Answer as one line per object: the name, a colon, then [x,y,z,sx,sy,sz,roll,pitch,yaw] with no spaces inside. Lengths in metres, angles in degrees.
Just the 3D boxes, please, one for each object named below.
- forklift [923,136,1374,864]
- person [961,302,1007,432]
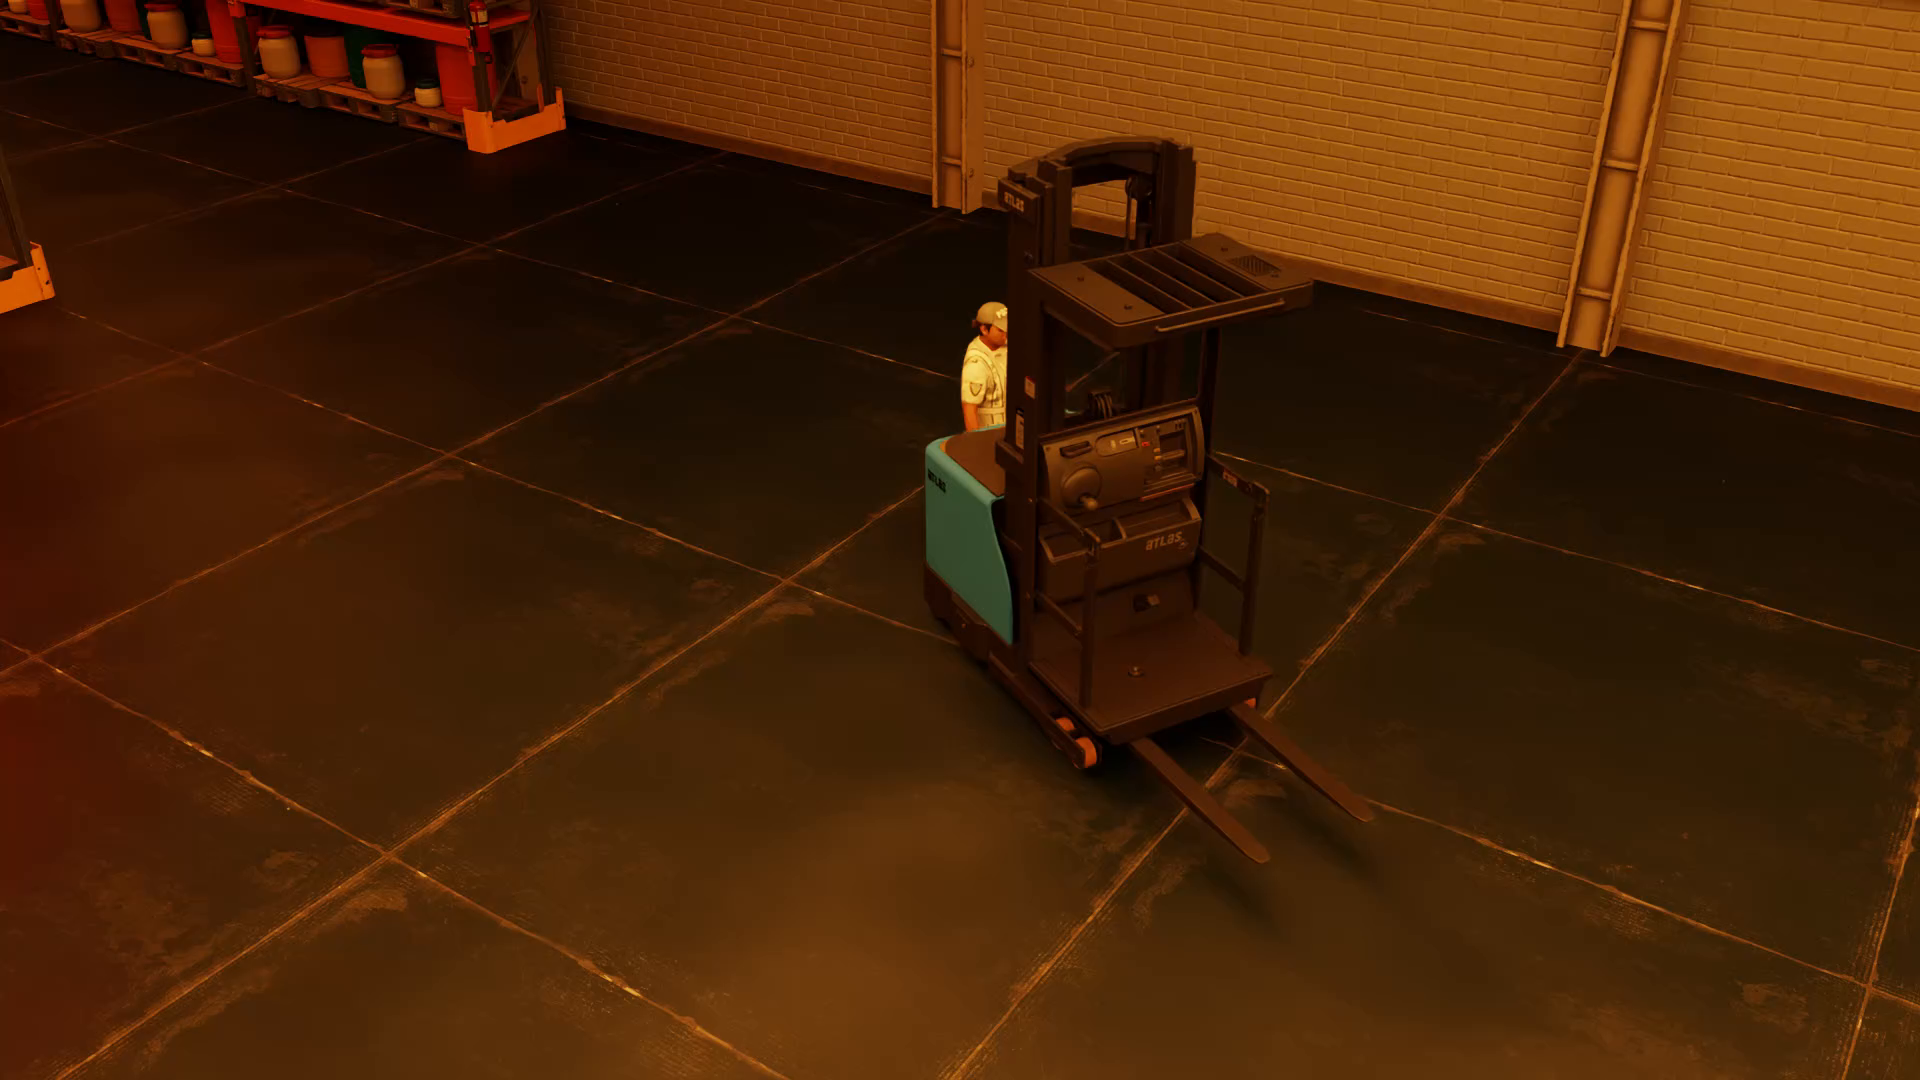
forklift: [0.933,-0.357,8.196,1.130,2.935,3.031,-15,33,-24]
person: [0.313,-0.630,9.995,0.670,1.593,0.678,26,39,37]
